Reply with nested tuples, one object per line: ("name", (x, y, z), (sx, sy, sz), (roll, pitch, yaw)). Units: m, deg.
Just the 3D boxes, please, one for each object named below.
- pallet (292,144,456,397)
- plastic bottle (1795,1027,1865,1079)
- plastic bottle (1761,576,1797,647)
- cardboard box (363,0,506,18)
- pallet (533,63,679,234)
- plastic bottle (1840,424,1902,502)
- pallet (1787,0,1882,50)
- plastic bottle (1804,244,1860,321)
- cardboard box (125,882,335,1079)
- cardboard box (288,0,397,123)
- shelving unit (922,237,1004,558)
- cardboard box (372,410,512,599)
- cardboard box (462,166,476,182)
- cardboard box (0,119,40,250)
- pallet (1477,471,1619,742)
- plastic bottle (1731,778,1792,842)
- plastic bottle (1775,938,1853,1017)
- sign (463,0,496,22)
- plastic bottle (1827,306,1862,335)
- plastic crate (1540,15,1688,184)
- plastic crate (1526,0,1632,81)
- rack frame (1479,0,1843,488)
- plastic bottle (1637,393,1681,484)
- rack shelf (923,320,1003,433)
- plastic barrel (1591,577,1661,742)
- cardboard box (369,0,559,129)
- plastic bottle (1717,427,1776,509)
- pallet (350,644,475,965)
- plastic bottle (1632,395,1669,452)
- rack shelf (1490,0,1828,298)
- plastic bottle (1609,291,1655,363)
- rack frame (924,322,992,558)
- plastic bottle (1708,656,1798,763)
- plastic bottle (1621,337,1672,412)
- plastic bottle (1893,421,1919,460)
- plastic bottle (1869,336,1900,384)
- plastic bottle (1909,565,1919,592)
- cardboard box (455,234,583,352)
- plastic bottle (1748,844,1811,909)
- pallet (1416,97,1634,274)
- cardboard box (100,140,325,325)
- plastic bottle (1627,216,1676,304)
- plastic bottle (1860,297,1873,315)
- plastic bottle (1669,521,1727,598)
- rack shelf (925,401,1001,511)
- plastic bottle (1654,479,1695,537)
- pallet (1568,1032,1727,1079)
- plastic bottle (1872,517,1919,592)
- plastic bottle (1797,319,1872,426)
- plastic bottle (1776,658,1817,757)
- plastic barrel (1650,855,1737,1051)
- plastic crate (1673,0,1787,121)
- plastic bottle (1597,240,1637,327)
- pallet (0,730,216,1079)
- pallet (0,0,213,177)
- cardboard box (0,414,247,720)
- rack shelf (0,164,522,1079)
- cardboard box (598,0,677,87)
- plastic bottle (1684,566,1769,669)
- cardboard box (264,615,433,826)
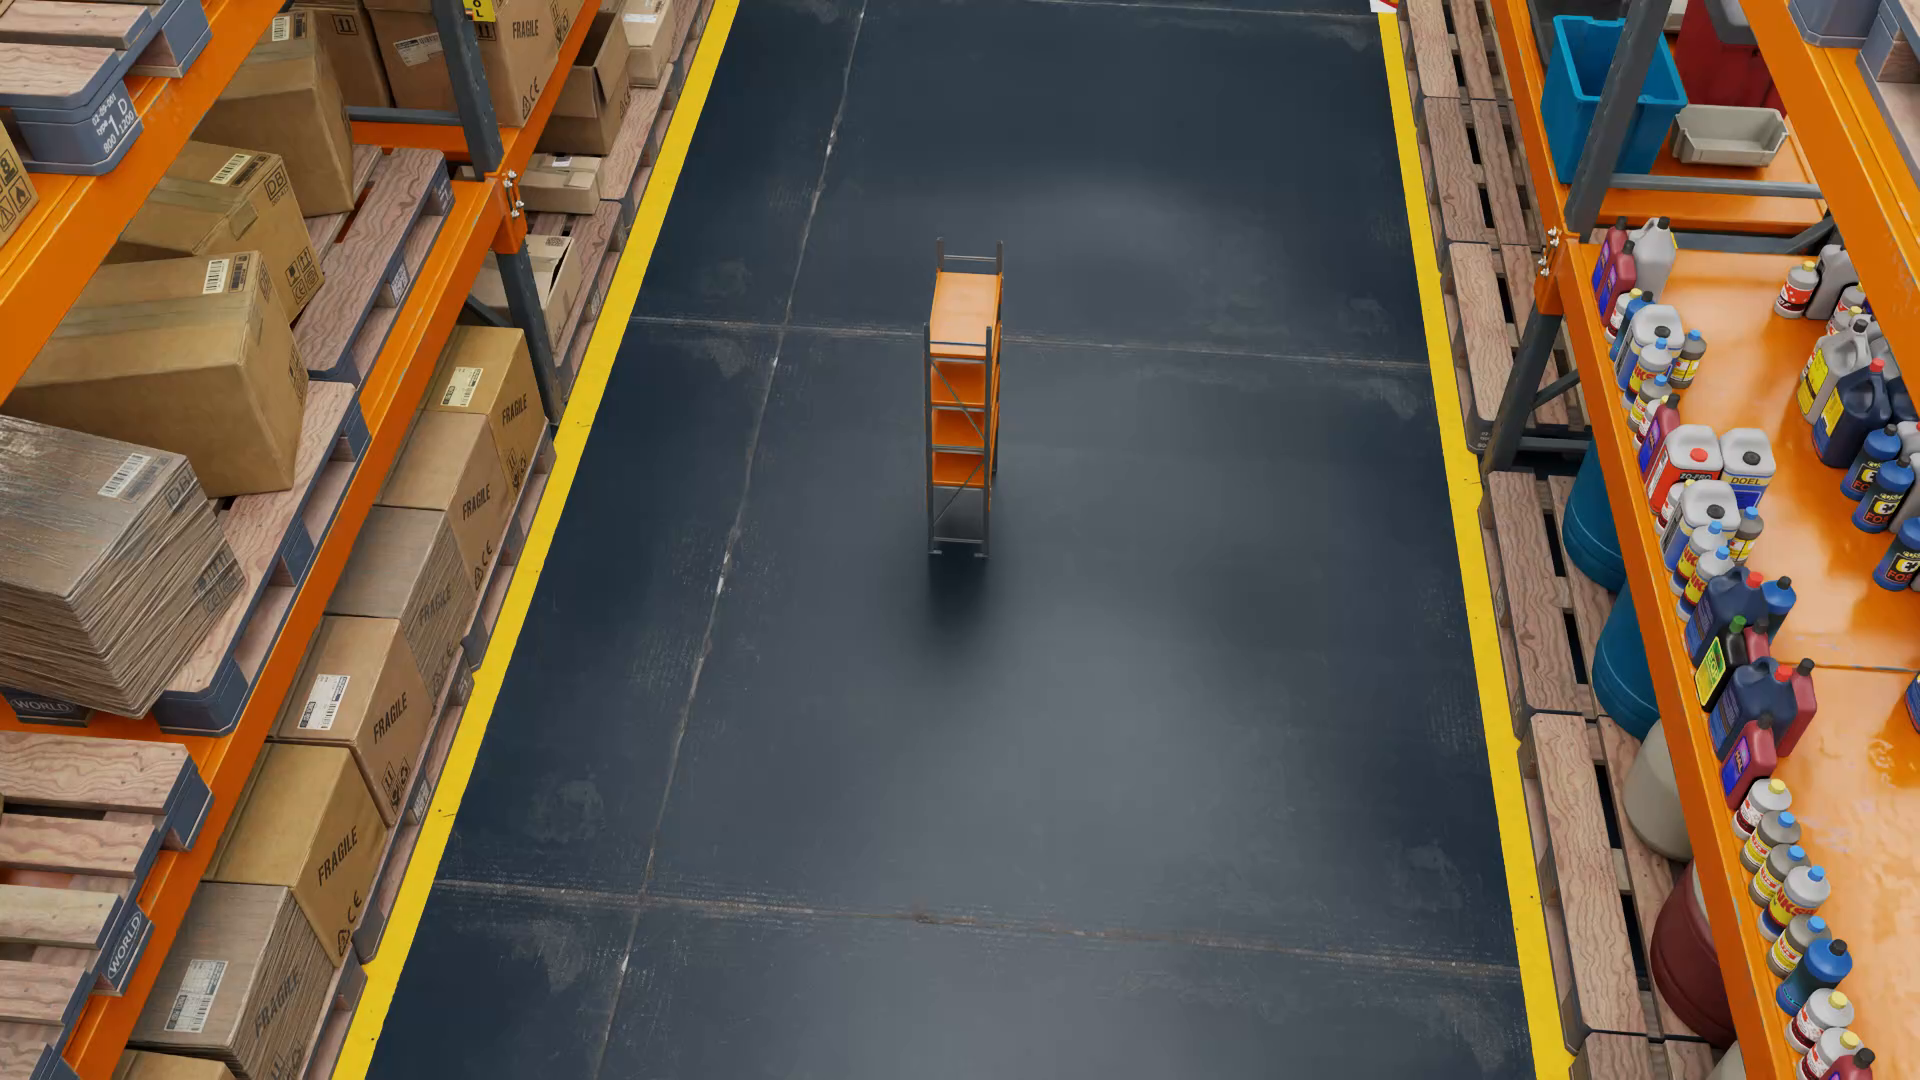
("pallet", (-2.417, -0.935, 5.729), (1.003, 0.211, 1.213), (4, 48, 4))
("plastic bottle", (1.994, 1.183, 3.796), (0.097, 0.201, 0.097), (0, 48, 0))
("plastic bottle", (2.258, 0.201, 4.647), (0.097, 0.271, 0.097), (0, 48, 0))
("cardboard box", (-1.912, -2.279, 6.082), (0.500, 0.500, 0.500), (5, 48, 5))
("pallet", (-2.063, -2.042, 8.501), (1.003, 0.211, 1.213), (4, 48, 4))
("plastic bottle", (2.778, -0.245, 5.054), (0.097, 0.271, 0.097), (0, 48, 0))
("pallet", (2.723, -1.610, 4.311), (1.213, 0.211, 1.003), (4, 48, 4))
("plastic bottle", (2.983, -0.891, 5.642), (0.152, 0.276, 0.135), (4, 48, 4))
("cardboard box", (-2.231, 1.354, 4.900), (0.500, 0.500, 0.500), (2, 48, 2))
("cardboard box", (-2.445, -1.998, 6.503), (0.500, 0.500, 0.500), (5, 48, 4))
("shelving unit", (0.015, -0.527, 6.444), (0.258, 1.200, 0.503), (4, 48, 4))
("cardboard box", (-2.048, -0.140, 6.267), (0.500, 0.500, 0.500), (4, 48, 4))
("cardboard box", (-2.397, -1.810, 7.923), (0.500, 0.311, 0.500), (4, 48, 4))
("cardboard box", (-2.500, -0.766, 3.344), (0.910, 0.500, 0.500), (4, 48, 4))
("pallet", (2.585, 0.261, 6.394), (1.003, 0.211, 1.213), (4, 48, 4))
("plastic bottle", (2.057, 0.682, 4.254), (0.097, 0.201, 0.097), (0, 48, 0))
("plastic bottle", (2.012, 1.016, 3.901), (0.097, 0.271, 0.097), (0, 48, 0))
("sign", (-1.682, -1.936, 5.729), (0.100, 0.325, 0.005), (4, 48, 4))
("plastic bottle", (2.927, -0.685, 5.504), (0.097, 0.201, 0.097), (0, 48, 0))
("plastic crate", (2.400, -1.625, 6.200), (0.392, 0.384, 0.575), (4, 48, 4))
("plastic crate", (2.532, -2.012, 6.729), (0.437, 0.125, 0.590), (4, 48, 4))
("rack frame", (2.697, -1.244, 5.881), (1.000, 3.000, 0.127), (4, 48, 4))
("plastic bottle", (2.158, -0.311, 5.107), (0.061, 0.283, 0.133), (4, 48, 4))
("rack shelf", (0.015, -0.632, 6.329), (0.258, 0.148, 0.480), (4, 48, 4))
("plastic barrel", (2.566, 0.241, 5.660), (0.600, 0.901, 0.708), (4, 48, 4))
("cardboard box", (-1.917, -1.970, 6.477), (0.500, 0.500, 0.500), (5, 48, 5))
("plastic bottle", (2.343, -0.197, 5.008), (0.152, 0.276, 0.135), (4, 48, 4))
("pallet", (-2.380, 0.860, 5.846), (1.003, 0.211, 1.213), (4, 48, 4))
("plastic bottle", (2.187, -0.367, 5.214), (0.097, 0.201, 0.097), (0, 48, 0))
("rack shelf", (2.880, -2.471, 7.491), (1.077, 0.370, 4.000), (4, 48, 4))
("plastic bottle", (2.226, -0.704, 5.475), (0.097, 0.271, 0.097), (0, 48, 0))
("rack frame", (-0.007, -0.347, 6.280), (0.240, 1.200, 0.015), (4, 48, 4))
("plastic bottle", (2.105, 0.432, 4.382), (0.144, 0.351, 0.185), (4, 48, 4))
("plastic bottle", (2.205, -0.534, 5.319), (0.097, 0.271, 0.097), (0, 48, 0))
("plastic bottle", (2.904, -0.252, 5.058), (0.152, 0.276, 0.135), (4, 48, 4))
("plastic bottle", (2.939, -0.530, 5.261), (0.144, 0.351, 0.185), (4, 48, 4))
("plastic bottle", (2.871, 0.017, 4.811), (0.152, 0.276, 0.135), (4, 48, 4))
("cardboard box", (-1.981, -1.115, 7.287), (0.500, 0.311, 0.500), (4, 48, 4))
("plastic bottle", (2.039, 0.826, 4.123), (0.097, 0.201, 0.097), (0, 48, 0))
("pallet", (2.834, -1.745, 8.229), (1.003, 0.211, 1.213), (4, 48, 4))
("cardboard box", (-2.501, -0.913, 5.226), (0.700, 0.500, 0.500), (11, 48, 10))
("plastic bottle", (2.339, -0.961, 5.655), (0.144, 0.351, 0.185), (4, 48, 4))
("plastic bottle", (3.008, -0.720, 5.481), (0.061, 0.283, 0.133), (4, 48, 4))
("plastic bottle", (2.132, 0.048, 4.786), (0.097, 0.271, 0.097), (0, 48, 0))
("rack shelf", (0.015, -0.347, 6.641), (0.258, 0.148, 0.480), (4, 48, 4))
("plastic bottle", (2.153, -0.099, 4.968), (0.097, 0.201, 0.097), (0, 48, 0))
("pallet", (2.363, 2.054, 4.754), (1.003, 0.211, 1.213), (4, 48, 4))
("plastic bottle", (2.745, 0.024, 4.808), (0.097, 0.271, 0.097), (0, 48, 0))
("plastic bottle", (2.796, -0.540, 5.270), (0.144, 0.351, 0.185), (4, 48, 4))
("plastic bottle", (2.209, 0.443, 4.417), (0.061, 0.283, 0.133), (4, 48, 4))
("plastic barrel", (2.463, 1.177, 5.016), (0.600, 0.588, 0.708), (4, 48, 4))
("plastic crate", (3.028, -1.925, 6.420), (0.402, 0.464, 0.583), (4, 48, 4))
("plastic bottle", (2.227, -0.866, 5.614), (0.061, 0.283, 0.133), (4, 48, 4))
("pallet", (-2.608, 0.921, 4.031), (1.213, 0.211, 1.003), (4, 48, 4))
("pallet", (-2.456, -1.292, 4.020), (1.213, 0.211, 1.003), (4, 48, 4))
("cardboard box", (-2.381, 0.054, 4.341), (0.700, 0.500, 0.500), (12, 49, 11))
("rack shelf", (-2.417, 0.132, 5.110), (1.077, 0.370, 4.000), (4, 48, 4))
("cardboard box", (-1.791, -2.628, 8.712), (0.500, 0.250, 0.500), (4, 48, 4))
("plastic bottle", (2.134, 0.198, 4.595), (0.144, 0.351, 0.185), (4, 48, 4))
("cardboard box", (-2.138, 0.602, 5.588), (0.500, 0.500, 0.500), (2, 48, 2))
